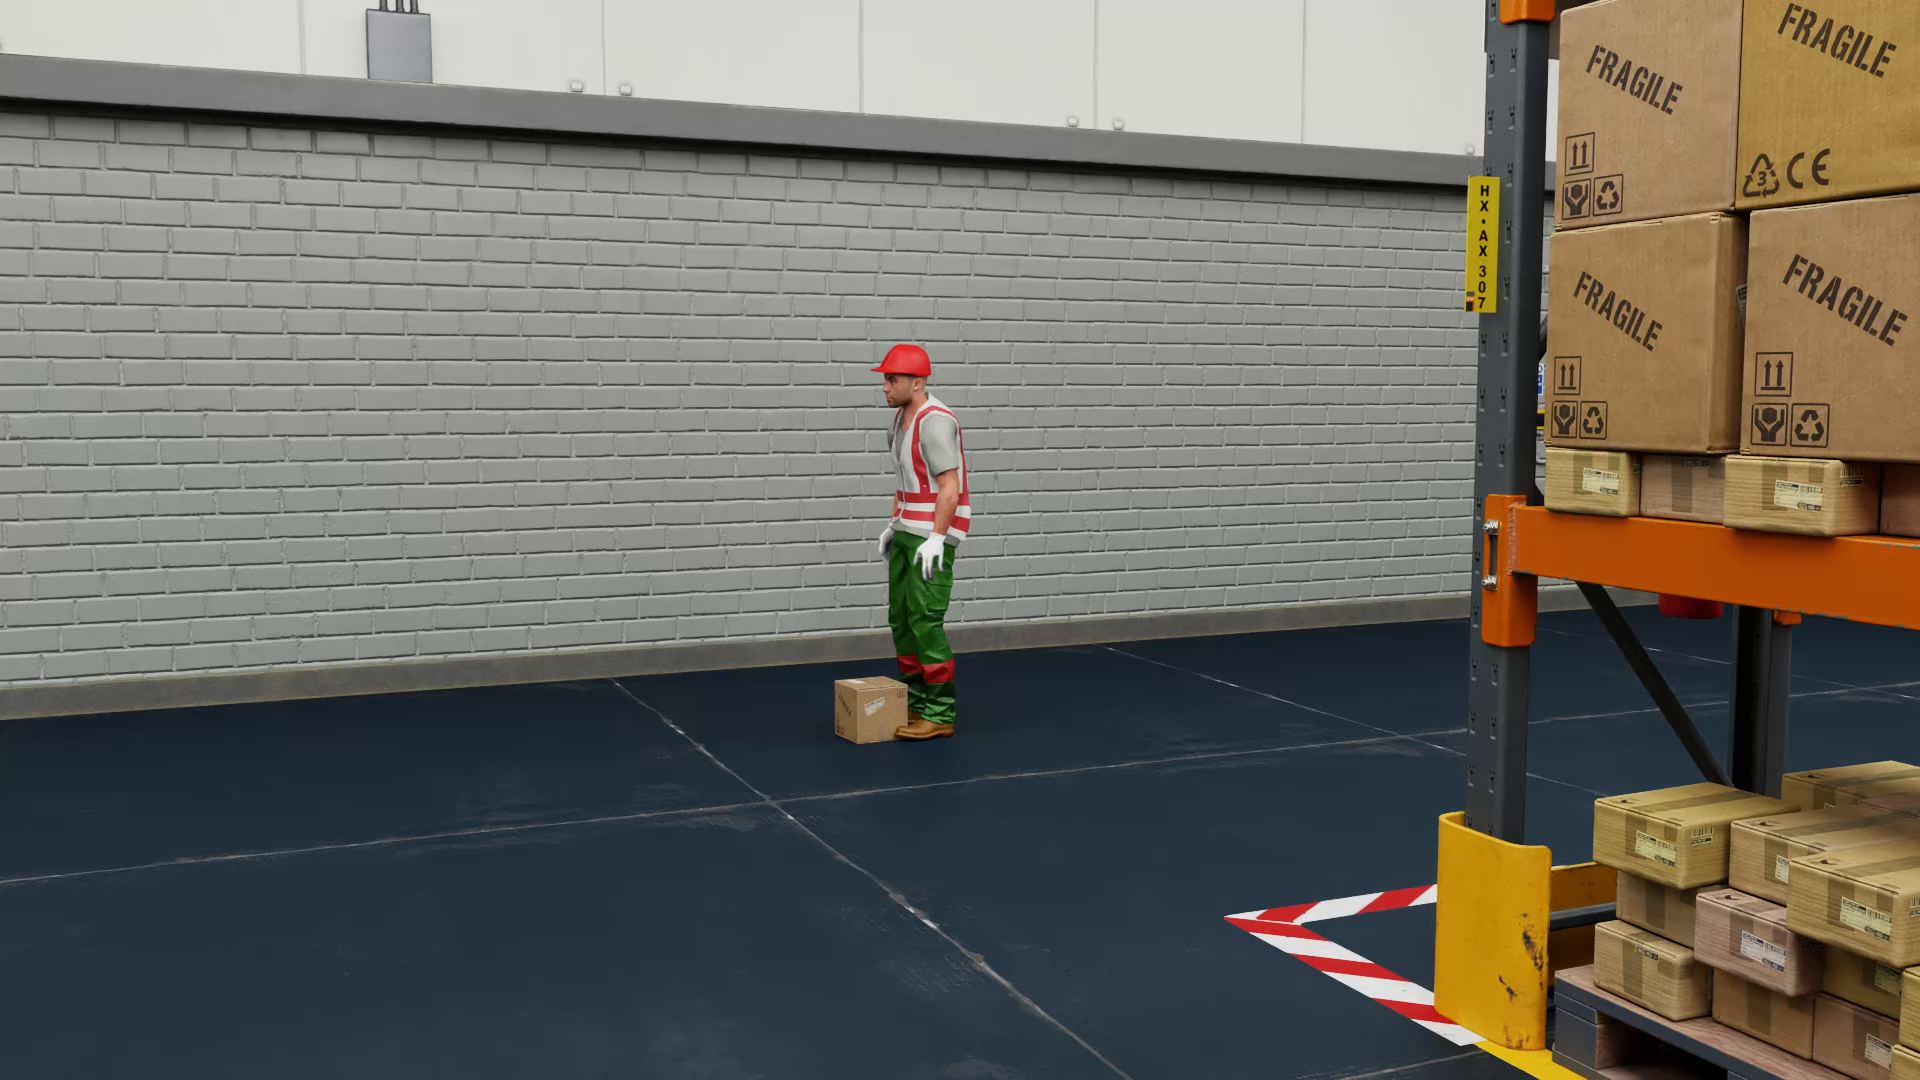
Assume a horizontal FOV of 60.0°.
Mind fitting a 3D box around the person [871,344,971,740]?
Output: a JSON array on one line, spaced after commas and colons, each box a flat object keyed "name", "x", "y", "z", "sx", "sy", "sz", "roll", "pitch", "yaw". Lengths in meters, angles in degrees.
[{"name": "person", "x": -0.197, "y": 0.003, "z": 7.585, "sx": 0.448, "sy": 1.780, "sz": 0.608, "roll": -2, "pitch": 6, "yaw": -23}]
